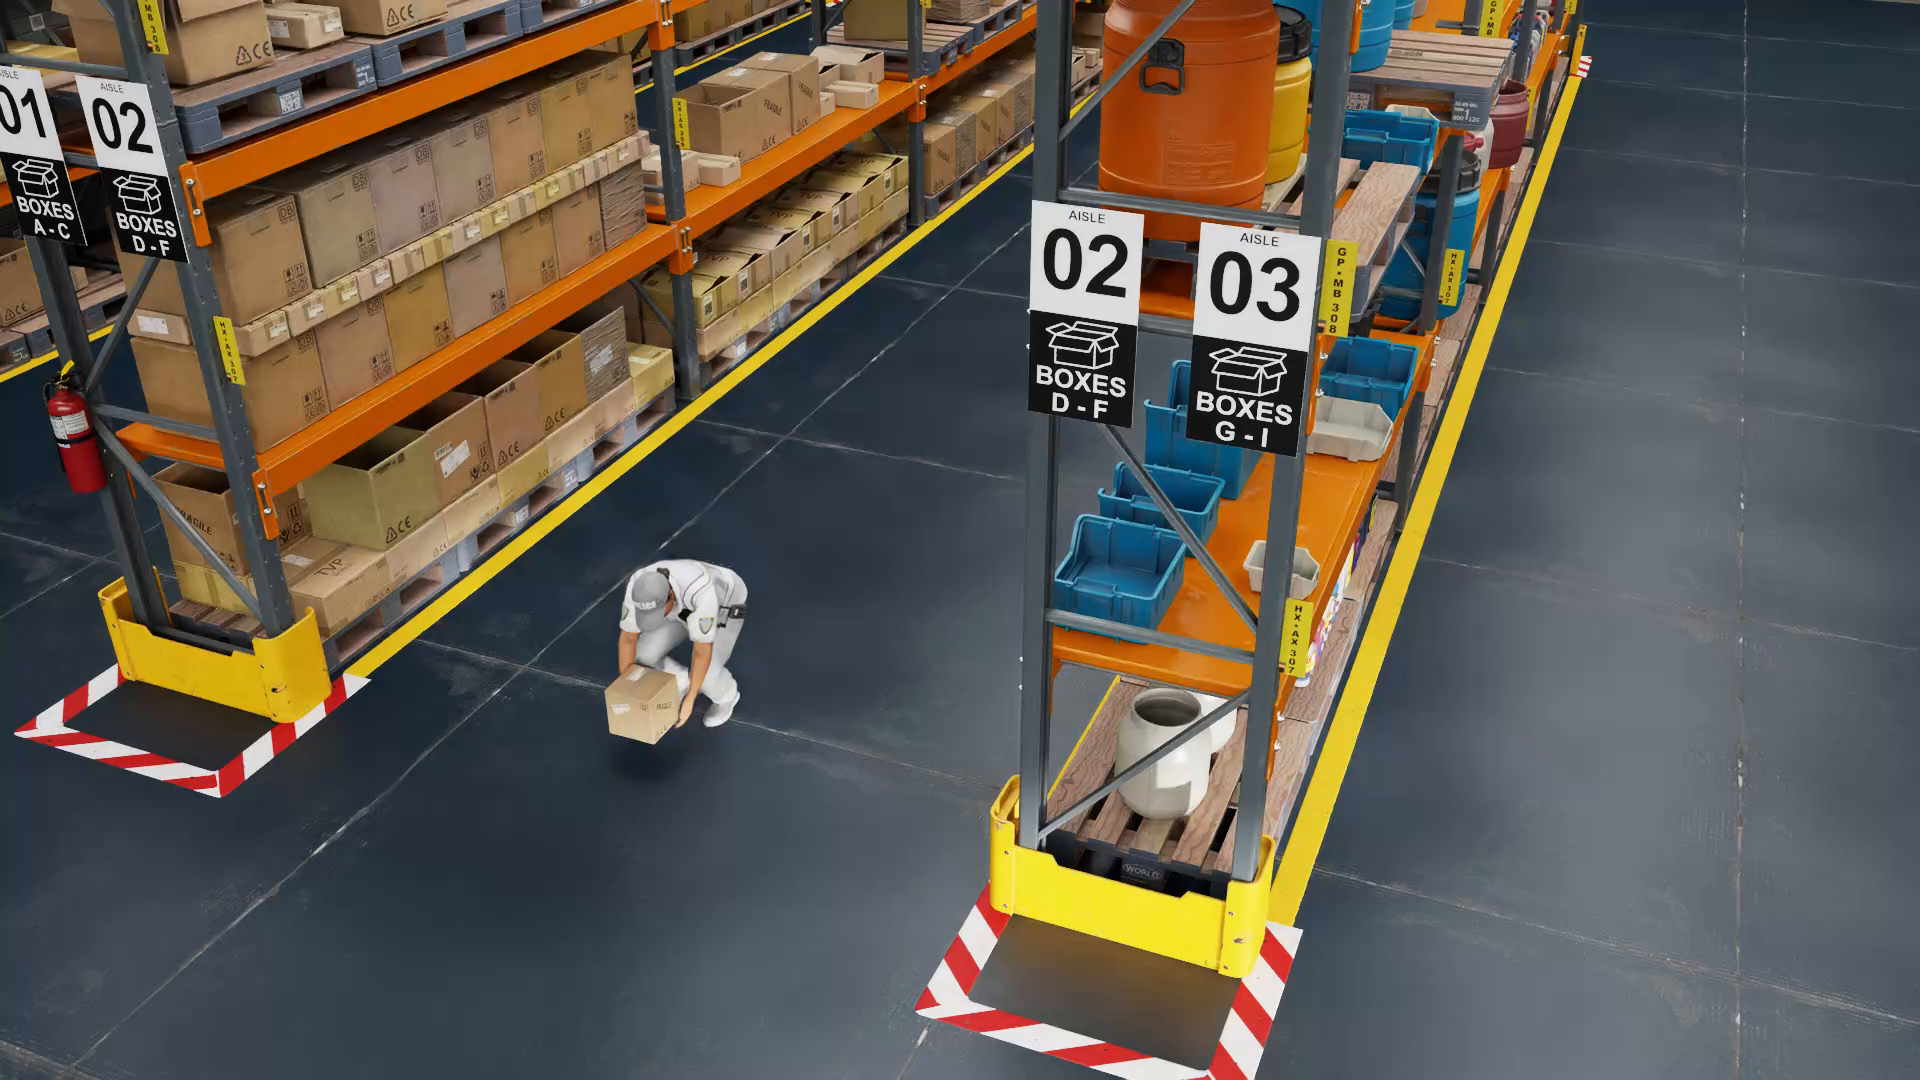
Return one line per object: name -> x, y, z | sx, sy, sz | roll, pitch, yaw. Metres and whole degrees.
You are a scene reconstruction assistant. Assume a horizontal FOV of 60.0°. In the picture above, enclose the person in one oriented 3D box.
person -> -1.364, 0.458, 8.245 | 0.525, 1.021, 0.836 | 11, 32, 19
